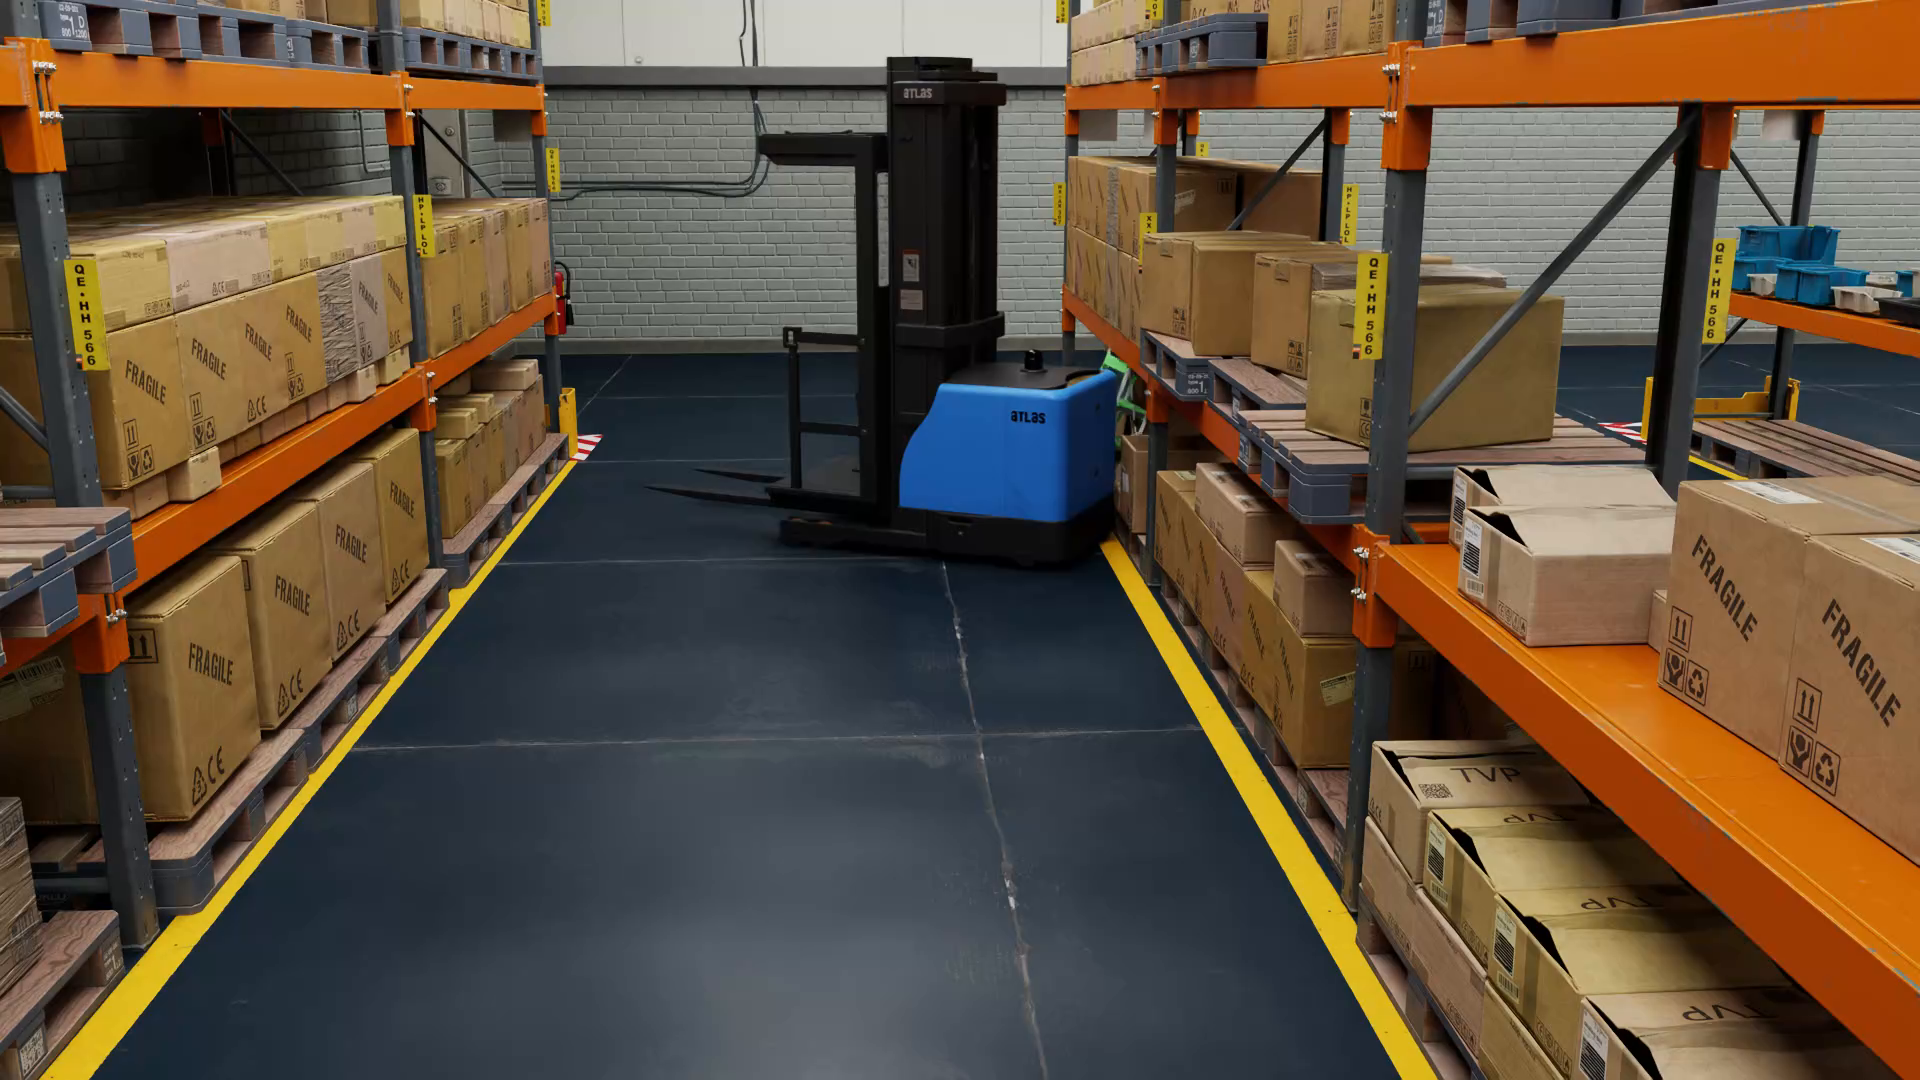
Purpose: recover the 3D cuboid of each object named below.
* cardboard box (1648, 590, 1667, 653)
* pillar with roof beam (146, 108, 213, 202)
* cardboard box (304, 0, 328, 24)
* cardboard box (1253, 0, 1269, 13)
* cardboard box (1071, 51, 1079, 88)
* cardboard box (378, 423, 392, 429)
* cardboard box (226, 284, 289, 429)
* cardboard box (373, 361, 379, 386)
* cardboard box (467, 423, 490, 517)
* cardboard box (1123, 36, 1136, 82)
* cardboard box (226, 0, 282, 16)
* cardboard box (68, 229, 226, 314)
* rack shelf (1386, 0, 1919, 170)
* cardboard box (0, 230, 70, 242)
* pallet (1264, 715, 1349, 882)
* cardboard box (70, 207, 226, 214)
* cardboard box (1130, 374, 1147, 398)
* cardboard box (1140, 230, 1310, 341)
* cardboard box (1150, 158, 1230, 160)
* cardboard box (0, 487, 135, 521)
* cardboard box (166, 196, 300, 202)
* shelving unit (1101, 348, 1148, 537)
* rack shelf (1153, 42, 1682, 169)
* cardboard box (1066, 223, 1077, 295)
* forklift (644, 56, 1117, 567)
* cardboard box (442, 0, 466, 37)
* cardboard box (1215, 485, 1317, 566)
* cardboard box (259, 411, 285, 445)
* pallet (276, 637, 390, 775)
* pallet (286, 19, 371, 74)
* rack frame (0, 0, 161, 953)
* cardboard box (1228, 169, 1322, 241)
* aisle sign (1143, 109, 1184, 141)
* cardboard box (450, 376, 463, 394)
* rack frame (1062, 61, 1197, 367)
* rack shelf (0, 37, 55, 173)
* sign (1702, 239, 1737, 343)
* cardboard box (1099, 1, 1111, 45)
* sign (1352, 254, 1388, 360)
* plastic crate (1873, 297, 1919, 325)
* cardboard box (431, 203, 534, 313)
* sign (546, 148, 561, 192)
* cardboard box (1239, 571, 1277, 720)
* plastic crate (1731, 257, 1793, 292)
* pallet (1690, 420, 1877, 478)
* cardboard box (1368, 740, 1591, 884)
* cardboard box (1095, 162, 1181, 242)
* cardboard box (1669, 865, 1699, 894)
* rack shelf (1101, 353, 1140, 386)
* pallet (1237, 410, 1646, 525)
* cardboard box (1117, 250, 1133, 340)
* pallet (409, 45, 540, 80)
[{"bbox_3d":[1.948,0.229,4.122,0.380,0.149,0.250,0,14,1],"label":"cardboard box"},{"bbox_3d":[0.011,-4.259,9.021,9.100,9.000,0.400,-1,14,-3],"label":"pillar with roof beam"},{"bbox_3d":[-3.655,-2.925,9.113,0.500,0.250,0.500,-1,14,-3],"label":"cardboard box"},{"bbox_3d":[1.608,-2.499,6.955,0.600,0.600,0.600,-1,15,-6],"label":"cardboard box"},{"bbox_3d":[1.096,-3.447,12.186,0.500,0.250,0.500,-1,14,-3],"label":"cardboard box"},{"bbox_3d":[-3.512,-0.582,9.641,0.380,0.149,0.250,-1,14,-4],"label":"cardboard box"},{"bbox_3d":[-2.958,-0.713,6.439,0.500,0.500,0.500,-1,14,-4],"label":"cardboard box"},{"bbox_3d":[-3.065,-0.808,8.109,0.380,0.149,0.250,0,14,-2],"label":"cardboard box"},{"bbox_3d":[-3.350,-0.432,10.360,0.700,0.500,0.500,-1,14,-4],"label":"cardboard box"},{"bbox_3d":[1.249,-2.826,9.770,0.500,0.250,0.500,-1,14,-3],"label":"cardboard box"},{"bbox_3d":[-3.335,-2.483,7.053,0.700,0.500,0.500,-1,14,-4],"label":"cardboard box"},{"bbox_3d":[-2.936,-0.948,5.848,0.500,0.250,0.500,-1,14,-4],"label":"cardboard box"},{"bbox_3d":[1.937,-0.816,3.103,1.077,0.370,4.000,-1,14,-3],"label":"rack shelf"},{"bbox_3d":[-3.446,-0.935,5.798,0.500,0.250,0.500,-1,14,-5],"label":"cardboard box"},{"bbox_3d":[1.805,0.955,6.392,1.003,0.211,1.213,-1,14,-3],"label":"pallet"},{"bbox_3d":[-3.535,-1.319,7.291,0.500,0.250,0.500,-1,14,-5],"label":"cardboard box"},{"bbox_3d":[1.597,-1.070,12.799,0.500,0.500,0.500,-1,14,-3],"label":"cardboard box"},{"bbox_3d":[1.371,-1.335,8.651,0.700,0.500,0.500,-6,16,-22],"label":"cardboard box"},{"bbox_3d":[1.652,-2.500,12.014,0.500,0.500,0.500,0,14,-2],"label":"cardboard box"},{"bbox_3d":[-2.920,-0.105,5.380,0.380,0.149,0.250,-1,14,-4],"label":"cardboard box"},{"bbox_3d":[-3.610,-1.574,8.280,0.500,0.250,0.500,0,14,-2],"label":"cardboard box"},{"bbox_3d":[0.949,-0.668,10.662,0.258,1.200,0.503,18,10,-16],"label":"shelving unit"},{"bbox_3d":[1.689,-1.811,6.969,1.077,0.370,4.000,-1,14,-3],"label":"rack shelf"},{"bbox_3d":[1.082,-2.133,12.596,0.500,0.500,0.500,-1,14,-2],"label":"cardboard box"},{"bbox_3d":[-0.575,-1.482,10.406,3.031,2.935,1.130,6,16,23],"label":"forklift"},{"bbox_3d":[-3.176,-3.061,9.643,0.500,0.250,0.500,-1,14,-5],"label":"cardboard box"},{"bbox_3d":[1.446,-0.072,7.416,0.500,0.250,0.500,-1,14,-4],"label":"cardboard box"},{"bbox_3d":[-3.026,-0.487,6.862,0.380,0.149,0.250,-1,14,-3],"label":"cardboard box"},{"bbox_3d":[-3.177,0.719,7.310,1.003,0.211,1.213,-1,14,-3],"label":"pallet"},{"bbox_3d":[-3.273,-2.260,7.653,0.805,0.209,1.217,-1,15,-6],"label":"pallet"},{"bbox_3d":[-3.131,-0.132,5.019,1.000,3.000,0.127,-1,14,-3],"label":"rack frame"},{"bbox_3d":[1.817,-1.858,9.522,0.500,0.500,0.500,-1,14,-2],"label":"cardboard box"},{"bbox_3d":[1.619,-3.480,12.813,0.394,0.787,0.004,-1,14,-3],"label":"aisle sign"},{"bbox_3d":[-3.627,-1.032,11.391,0.380,0.149,0.250,-1,14,-3],"label":"cardboard box"},{"bbox_3d":[1.317,-2.199,13.053,1.000,3.000,0.127,-1,14,-3],"label":"rack frame"},{"bbox_3d":[-3.007,-0.739,2.802,1.077,0.370,4.000,-1,14,-3],"label":"rack shelf"},{"bbox_3d":[2.367,-0.779,5.213,0.100,0.325,0.005,-1,14,-3],"label":"sign"},{"bbox_3d":[1.178,-3.316,10.673,0.500,0.250,0.500,-1,14,-3],"label":"cardboard box"},{"bbox_3d":[1.272,-0.721,5.144,0.100,0.325,0.005,-1,14,-3],"label":"sign"},{"bbox_3d":[6.172,-1.450,10.573,0.437,0.125,0.590,-1,14,-3],"label":"plastic crate"},{"bbox_3d":[-3.529,-1.959,11.520,0.980,0.700,0.700,-1,14,-4],"label":"cardboard box"},{"bbox_3d":[-3.084,-2.802,12.598,0.100,0.325,0.005,-1,14,-3],"label":"sign"},{"bbox_3d":[1.489,0.430,6.967,0.500,0.500,0.500,-1,14,-5],"label":"cardboard box"},{"bbox_3d":[5.989,-1.992,12.465,0.416,0.233,0.300,-1,14,-3],"label":"plastic crate"},{"bbox_3d":[6.274,-0.718,12.895,1.003,0.211,1.213,-1,14,-3],"label":"pallet"},{"bbox_3d":[1.552,0.782,5.017,0.500,0.311,0.500,0,14,-2],"label":"cardboard box"},{"bbox_3d":[1.180,-2.236,10.992,0.500,0.500,0.500,-1,14,-4],"label":"cardboard box"},{"bbox_3d":[2.130,0.903,4.547,0.500,0.311,0.500,-1,14,-4],"label":"cardboard box"},{"bbox_3d":[1.090,-1.053,10.595,0.258,0.148,0.480,18,10,-16],"label":"rack shelf"},{"bbox_3d":[1.701,-0.284,5.995,1.213,0.211,1.003,-1,14,-3],"label":"pallet"},{"bbox_3d":[1.245,-1.501,10.140,0.500,0.500,0.500,0,14,-2],"label":"cardboard box"},{"bbox_3d":[-3.570,-3.347,11.673,1.003,0.211,1.213,-1,14,-3],"label":"pallet"}]
